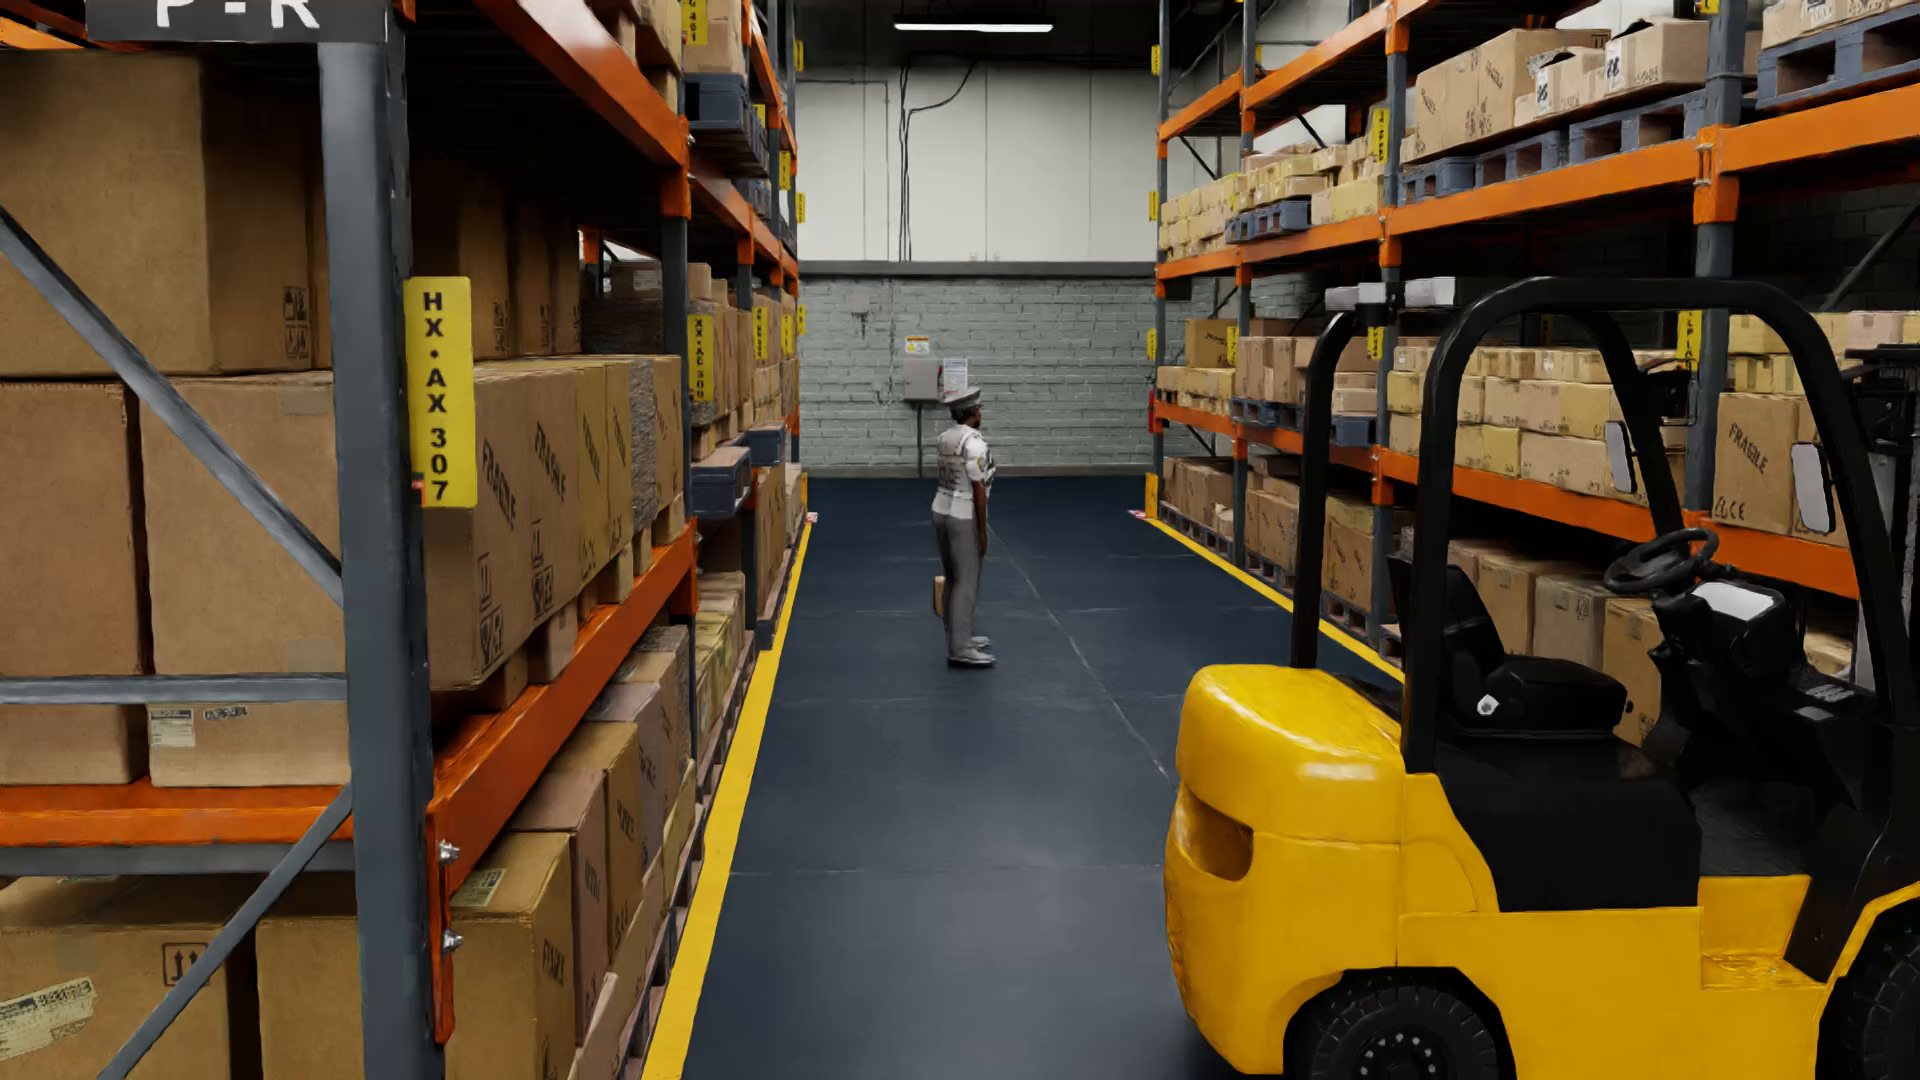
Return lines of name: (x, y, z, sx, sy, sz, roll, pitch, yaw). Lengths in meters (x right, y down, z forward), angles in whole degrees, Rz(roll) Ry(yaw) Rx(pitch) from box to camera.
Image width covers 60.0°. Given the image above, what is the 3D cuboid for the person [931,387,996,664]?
person: (0.063, -0.102, 10.320, 0.438, 1.684, 0.538, -4, 8, -30)
